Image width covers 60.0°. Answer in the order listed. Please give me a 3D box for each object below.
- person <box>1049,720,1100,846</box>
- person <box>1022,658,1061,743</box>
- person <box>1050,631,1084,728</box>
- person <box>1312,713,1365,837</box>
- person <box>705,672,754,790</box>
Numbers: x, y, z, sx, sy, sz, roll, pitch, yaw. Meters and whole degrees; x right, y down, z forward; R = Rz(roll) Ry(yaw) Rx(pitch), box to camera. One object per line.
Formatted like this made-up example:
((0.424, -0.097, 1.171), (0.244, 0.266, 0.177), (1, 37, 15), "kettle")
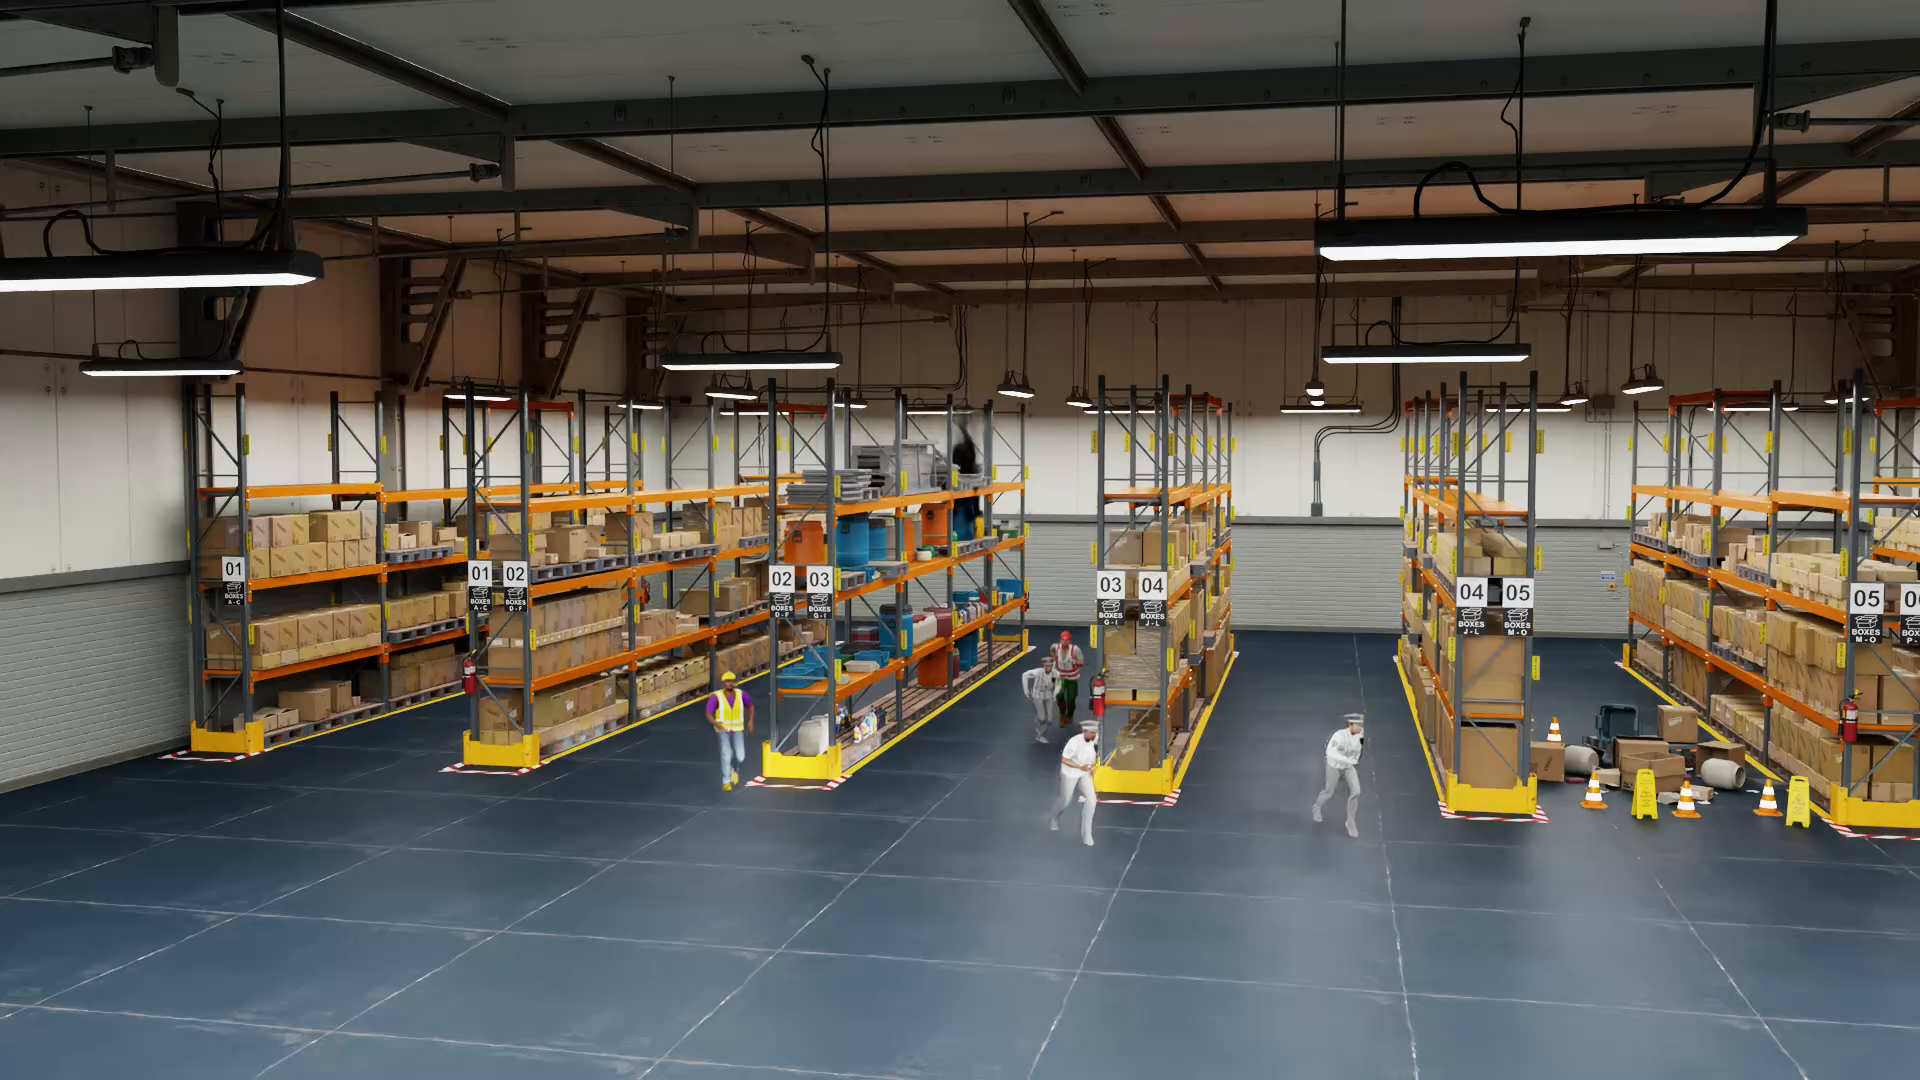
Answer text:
((1.452, 3.039, 21.113), (0.619, 1.620, 0.978), (-2, 4, -32), "person")
((1.368, 2.679, 27.764), (0.641, 1.491, 0.748), (-1, 3, -12), "person")
((1.881, 2.443, 29.314), (0.643, 1.721, 0.922), (1, 3, 10), "person")
((4.918, 3.006, 21.591), (0.658, 1.621, 0.960), (-2, 4, -26), "person")
((-3.312, 2.758, 24.052), (0.748, 1.720, 0.602), (-1, 4, -21), "person")
